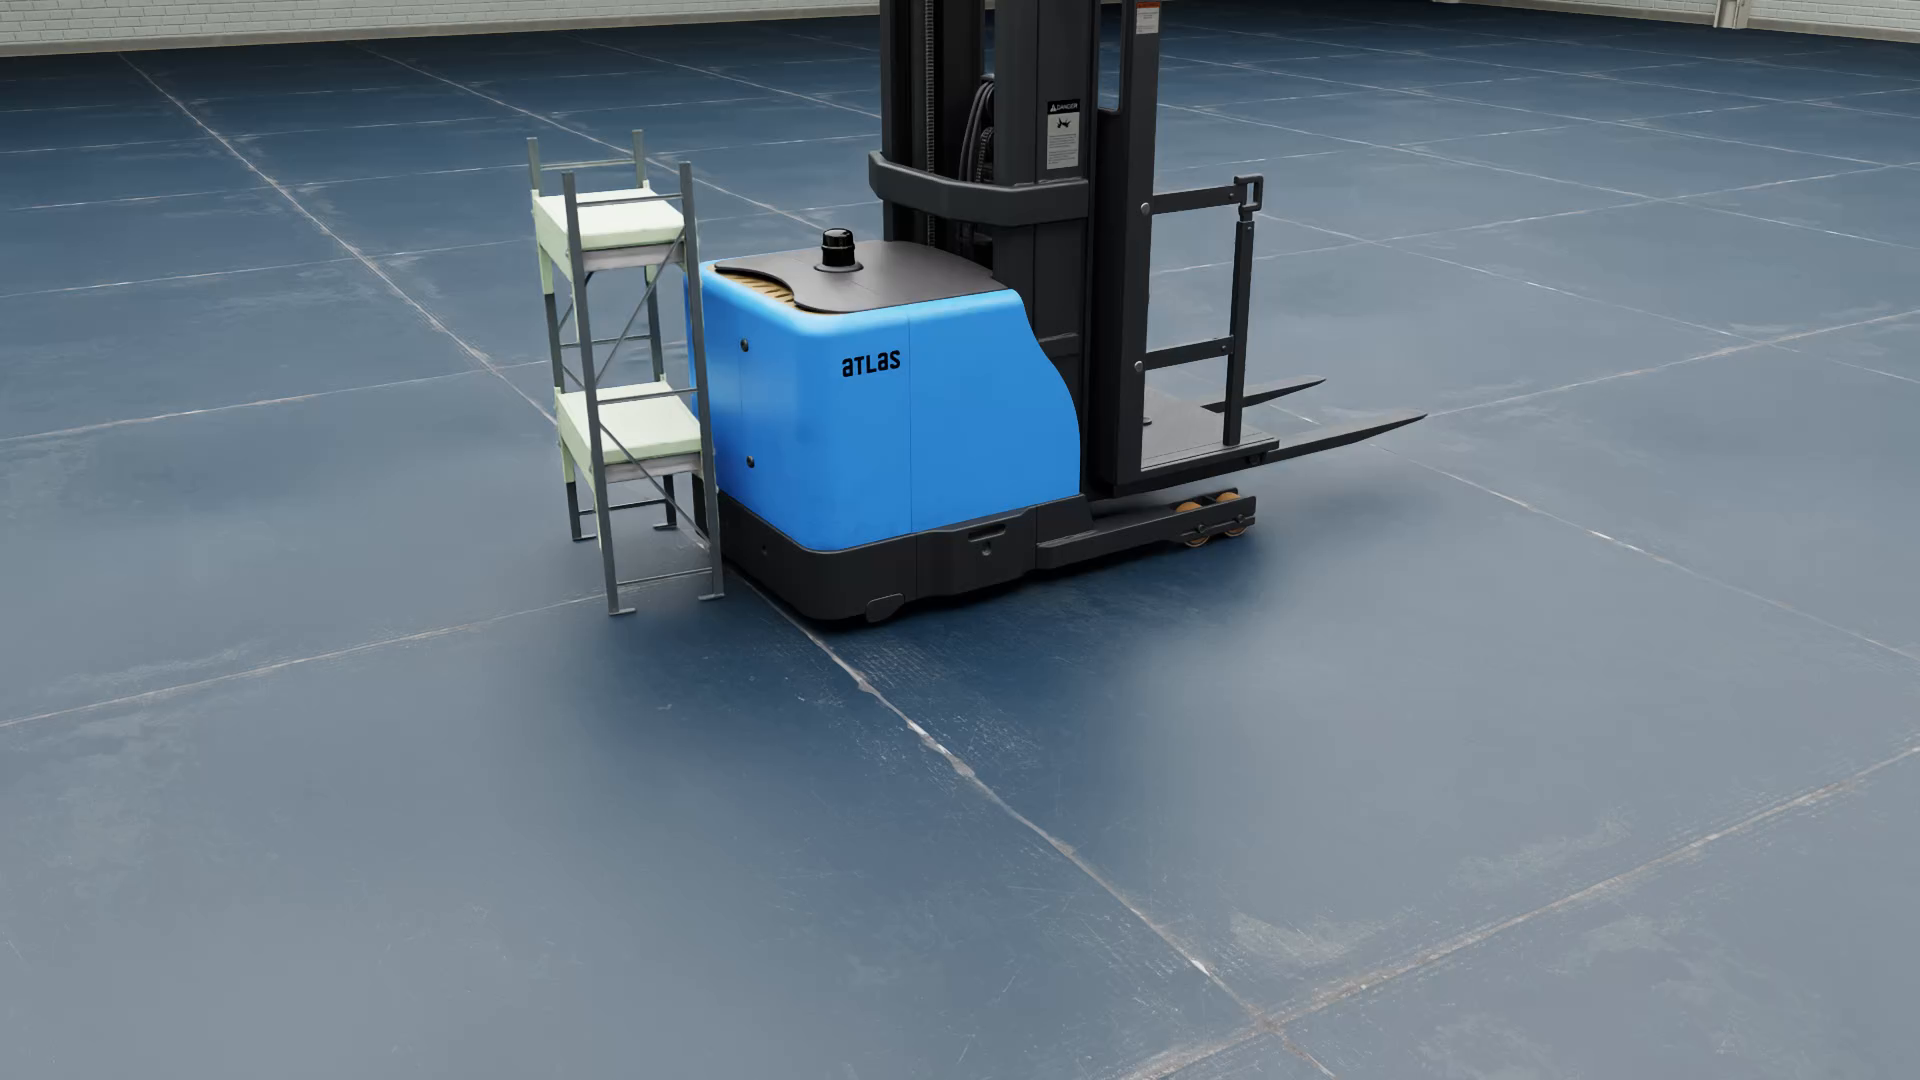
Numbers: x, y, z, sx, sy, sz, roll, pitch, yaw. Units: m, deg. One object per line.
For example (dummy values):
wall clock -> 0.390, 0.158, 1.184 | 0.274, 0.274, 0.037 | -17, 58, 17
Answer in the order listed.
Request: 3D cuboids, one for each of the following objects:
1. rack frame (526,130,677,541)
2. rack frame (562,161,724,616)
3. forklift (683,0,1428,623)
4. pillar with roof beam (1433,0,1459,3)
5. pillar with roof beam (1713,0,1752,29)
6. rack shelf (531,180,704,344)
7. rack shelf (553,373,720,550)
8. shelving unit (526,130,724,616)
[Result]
rack frame -> -1.296, -0.723, 6.088 | 0.400, 1.500, 0.023 | -10, 24, -20
rack frame -> -1.024, -0.467, 5.458 | 0.400, 1.500, 0.023 | -10, 24, -20
forklift -> 0.528, -1.485, 6.072 | 3.031, 2.935, 1.130 | -14, 26, -30
pillar with roof beam -> 5.332, -13.332, 27.162 | 9.100, 9.000, 0.400 | -13, 25, -28
pillar with roof beam -> 8.397, -11.390, 22.383 | 9.100, 9.000, 0.400 | -13, 25, -28
rack shelf -> -1.166, -0.956, 5.624 | 0.431, 0.370, 0.720 | -10, 24, -20
rack shelf -> -1.155, -0.294, 5.898 | 0.431, 0.370, 0.720 | -10, 24, -20
shelving unit -> -1.160, -0.595, 5.773 | 0.431, 1.500, 0.755 | -10, 24, -20
